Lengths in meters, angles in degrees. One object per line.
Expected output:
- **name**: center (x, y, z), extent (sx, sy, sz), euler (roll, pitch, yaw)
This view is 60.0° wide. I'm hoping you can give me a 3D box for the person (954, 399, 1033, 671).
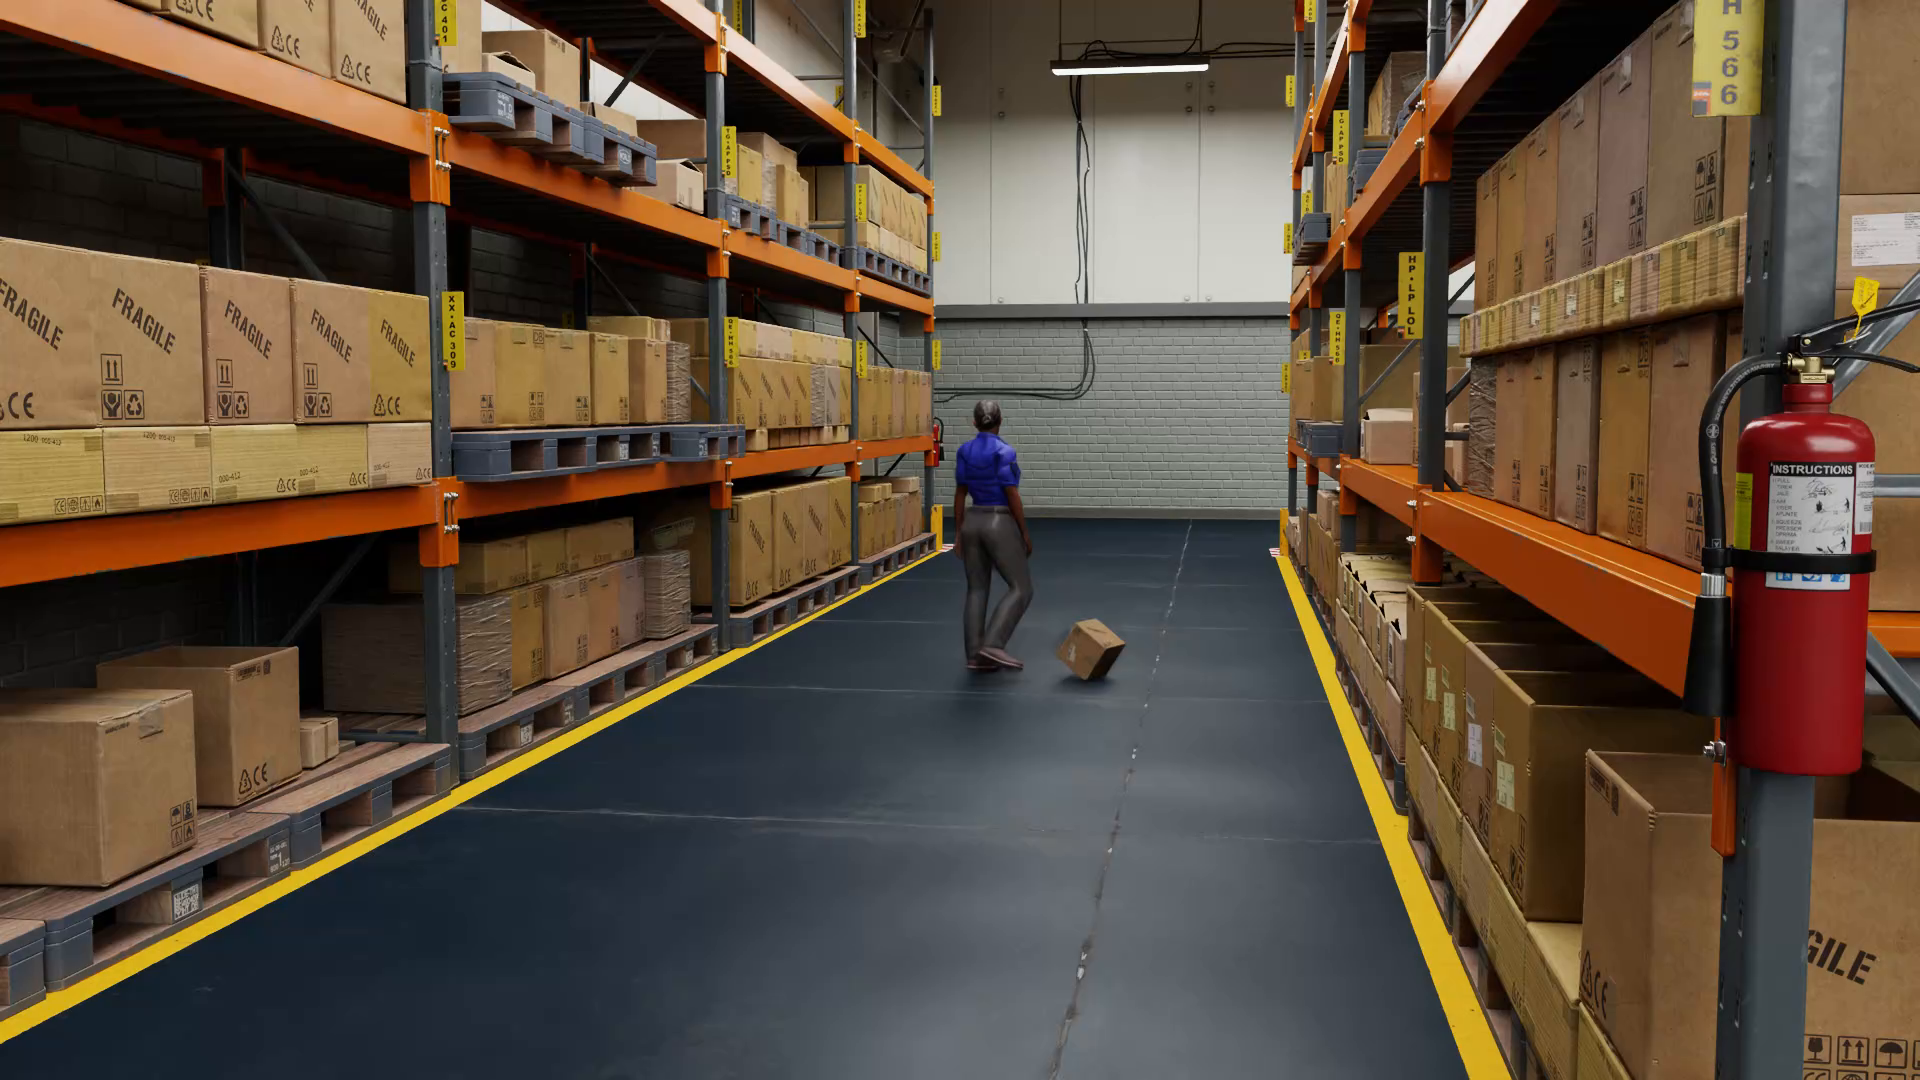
- **person**: center (0.195, -0.026, 10.048), extent (0.638, 1.651, 0.441), euler (4, 6, 43)
